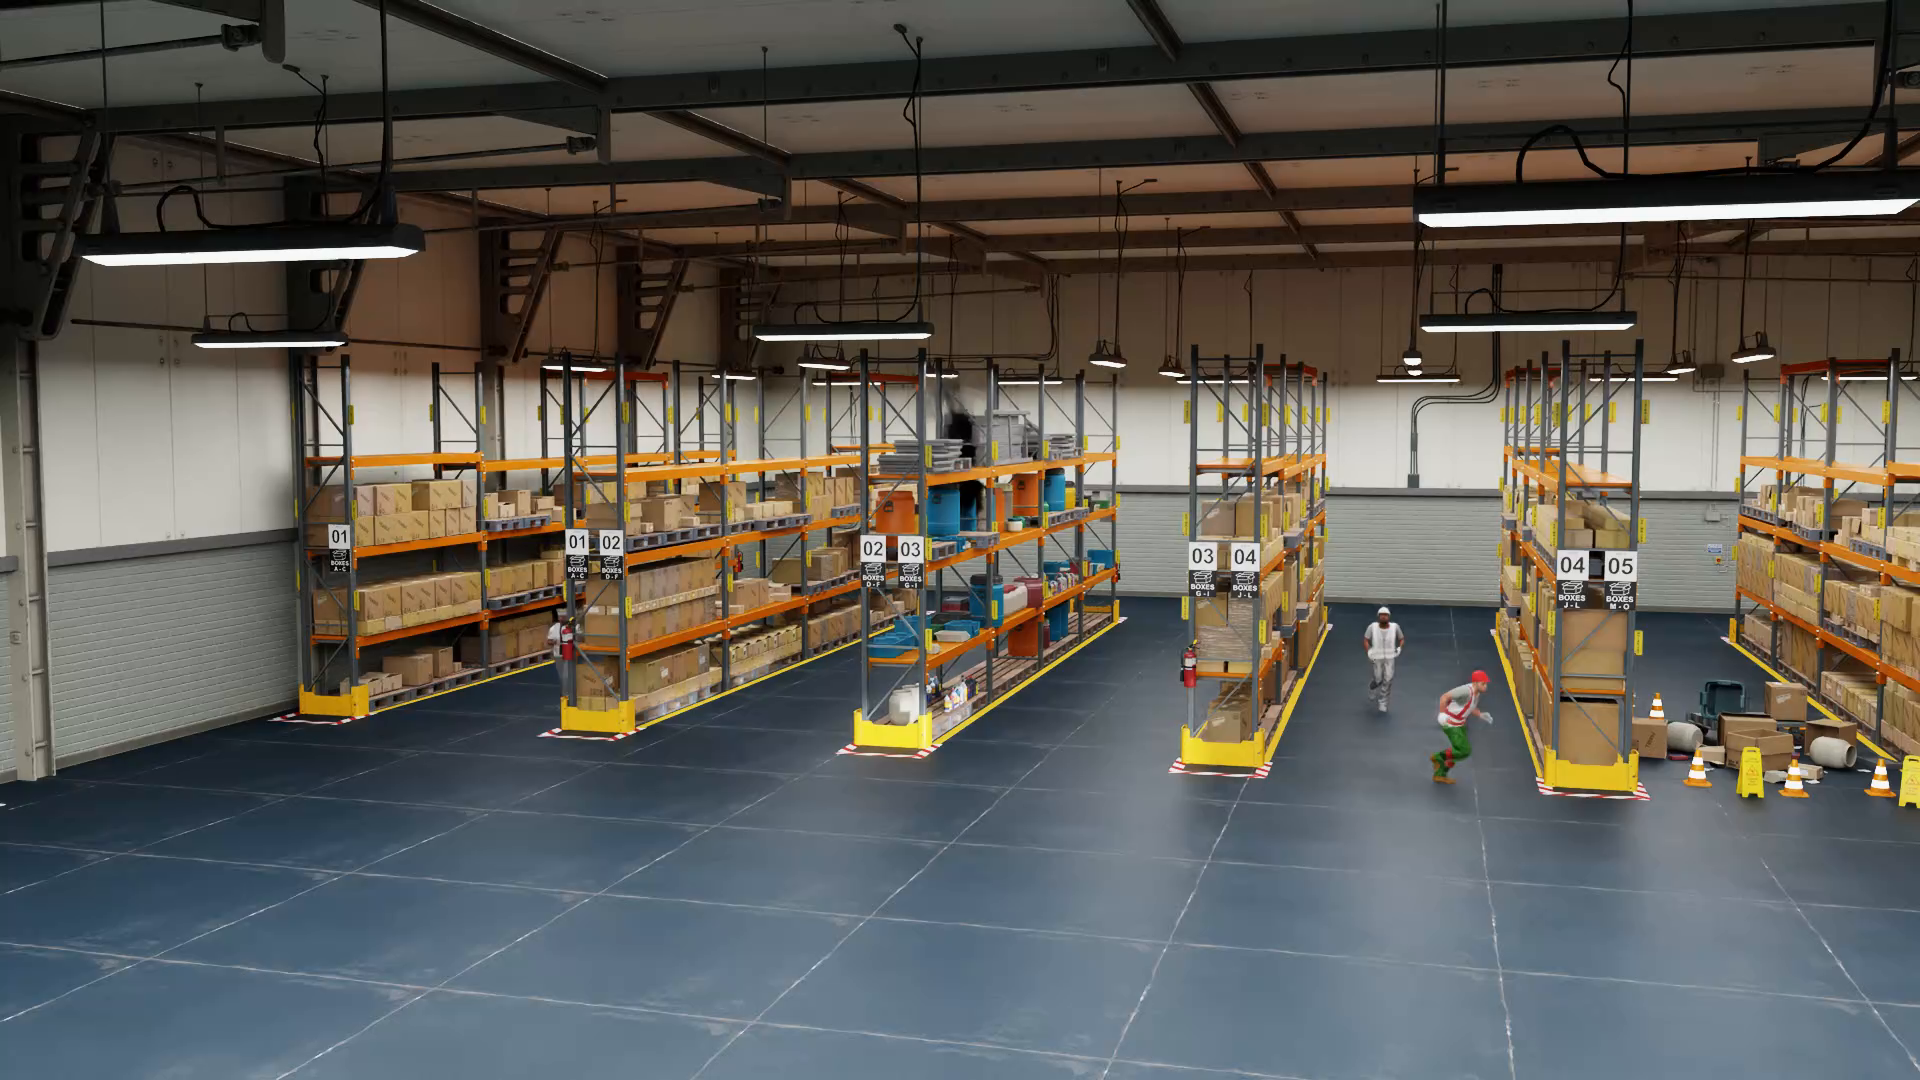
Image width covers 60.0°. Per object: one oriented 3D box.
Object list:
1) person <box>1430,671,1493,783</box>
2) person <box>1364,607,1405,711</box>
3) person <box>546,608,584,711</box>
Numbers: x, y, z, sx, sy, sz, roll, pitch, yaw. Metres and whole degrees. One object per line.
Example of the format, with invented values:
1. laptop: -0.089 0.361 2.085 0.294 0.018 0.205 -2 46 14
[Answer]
1. person: 6.740 2.533 22.436 0.826 1.592 0.694 4 6 41
2. person: 7.229 2.014 28.344 0.676 1.753 0.653 1 4 9
3. person: -6.761 2.004 28.460 0.557 1.716 0.901 0 4 6
